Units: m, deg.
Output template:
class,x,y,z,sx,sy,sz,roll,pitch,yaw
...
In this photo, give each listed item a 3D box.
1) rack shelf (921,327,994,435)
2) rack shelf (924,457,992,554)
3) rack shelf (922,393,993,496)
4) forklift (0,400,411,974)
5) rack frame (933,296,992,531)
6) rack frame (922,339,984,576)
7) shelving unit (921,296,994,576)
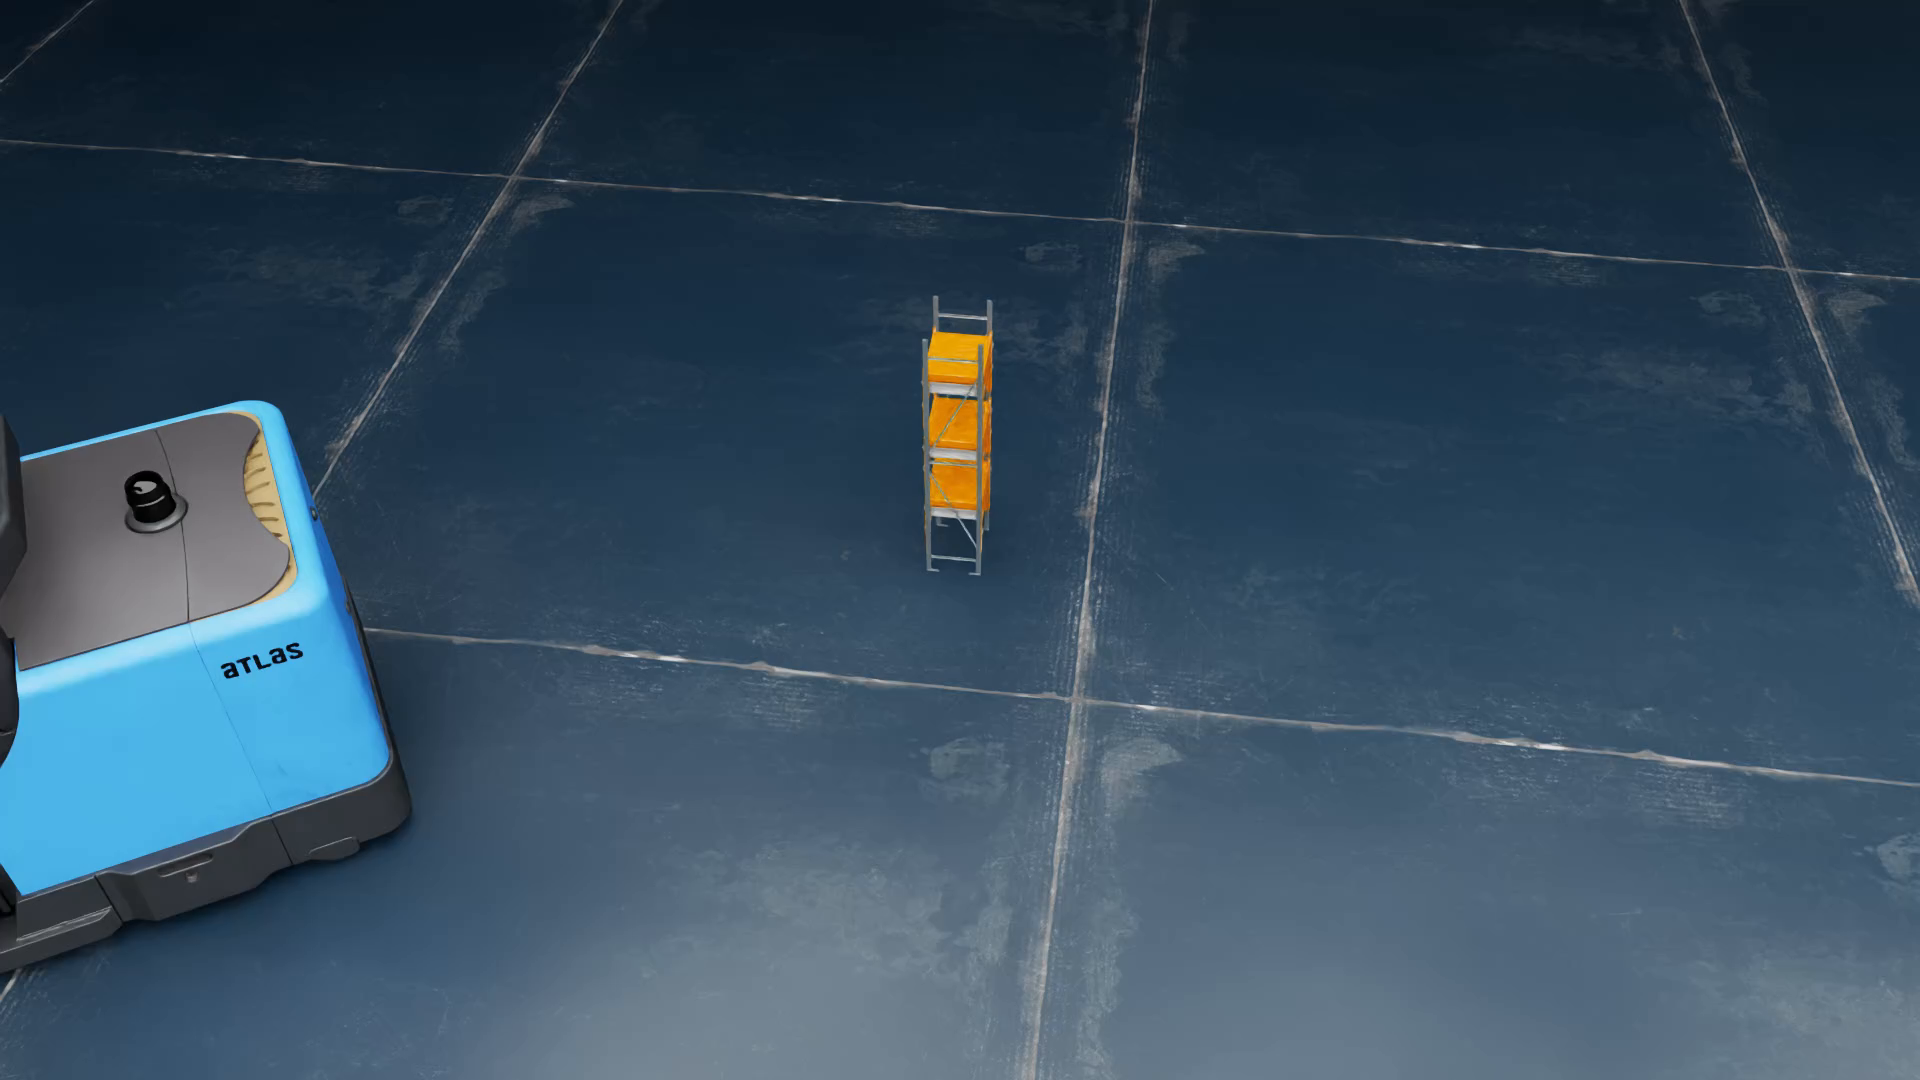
class,x,y,z,sx,sy,sz,roll,pitch,yaw
rack shelf,-0.007,-0.543,5.663,0.215,0.259,0.240,5,44,6
rack shelf,-0.007,-0.135,6.049,0.215,0.259,0.240,5,44,6
rack shelf,-0.007,-0.337,5.858,0.215,0.259,0.240,5,44,6
forklift,-3.293,-0.014,4.133,3.031,2.935,1.130,-18,46,-18
rack frame,0.009,-0.428,5.938,0.200,1.050,0.008,5,44,6
rack frame,-0.023,-0.262,5.763,0.200,1.050,0.008,5,44,6
shelving unit,-0.007,-0.345,5.851,0.215,1.050,0.252,5,44,6
